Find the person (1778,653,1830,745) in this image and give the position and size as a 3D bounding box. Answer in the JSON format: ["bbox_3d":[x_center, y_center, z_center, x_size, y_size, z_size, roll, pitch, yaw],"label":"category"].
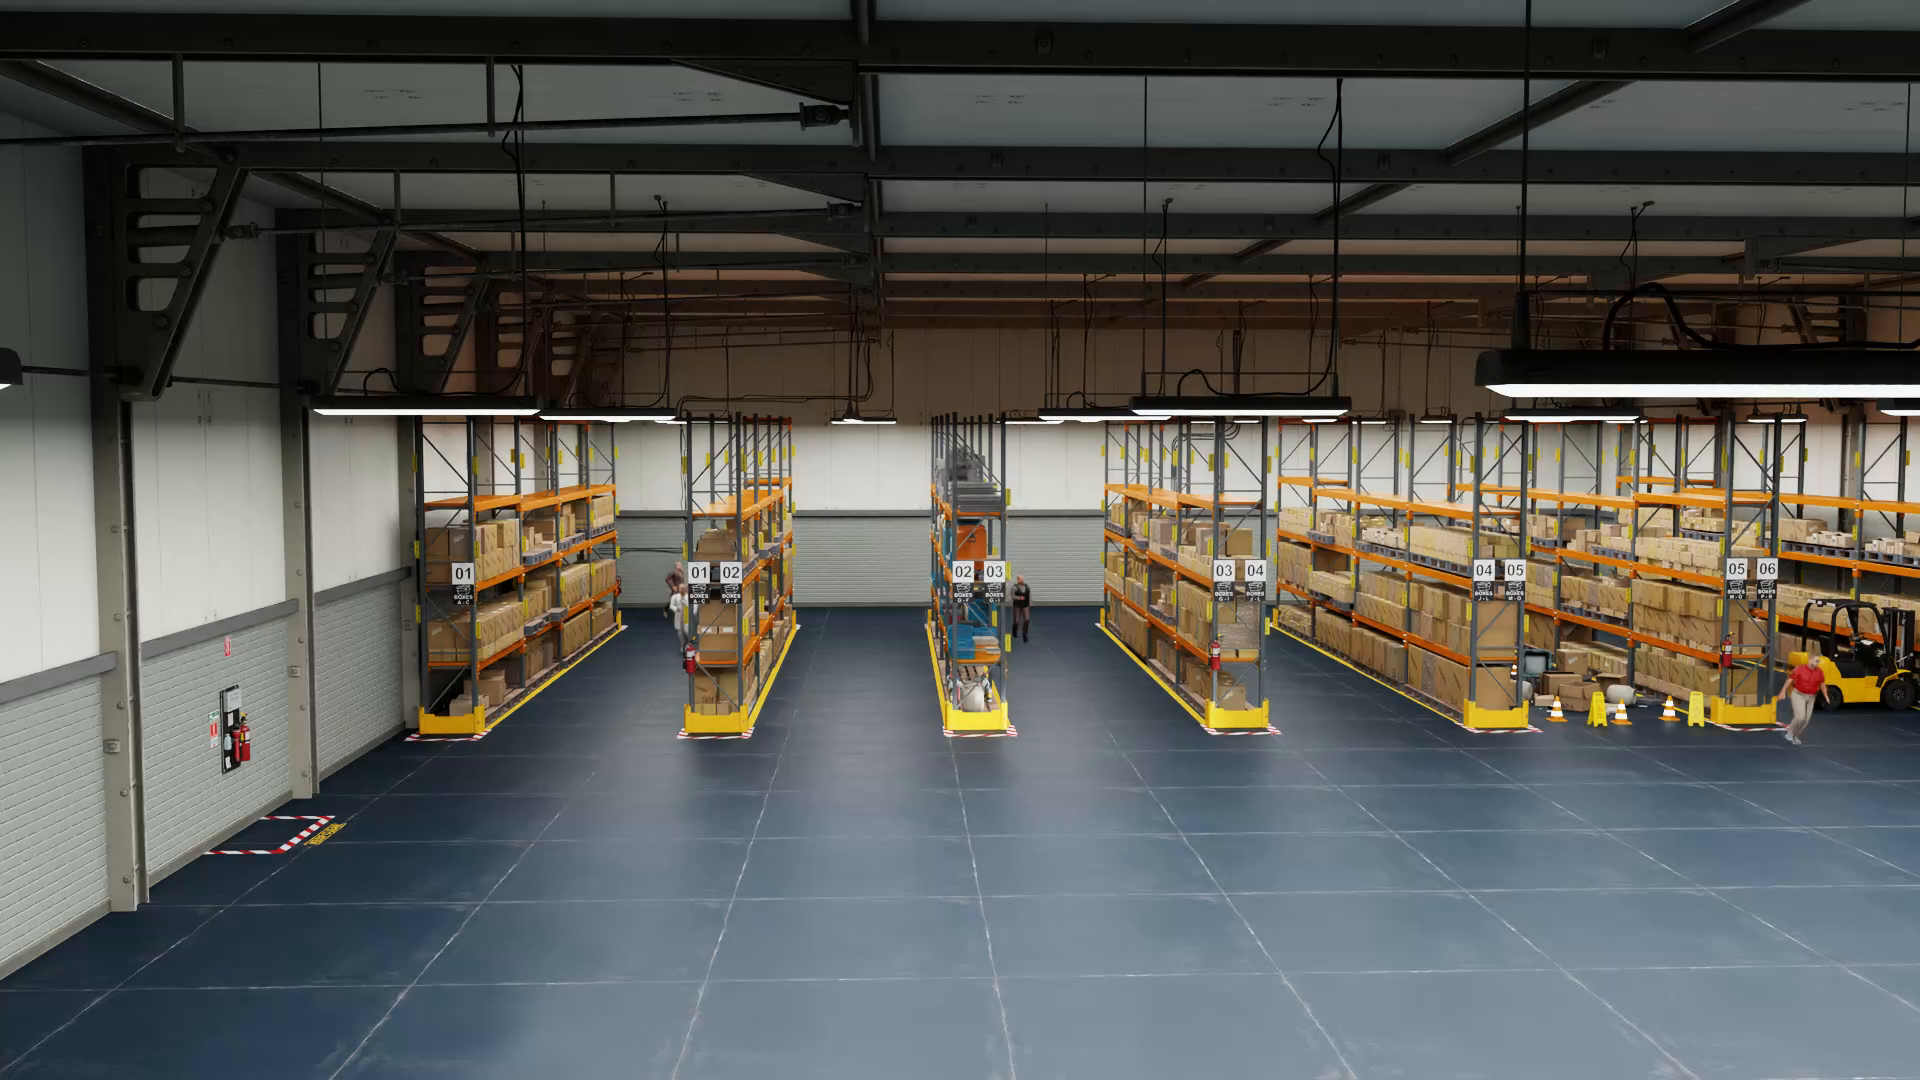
[{"bbox_3d":[15.168,2.855,29.847,0.668,1.685,0.679,-1,4,-11],"label":"person"}]

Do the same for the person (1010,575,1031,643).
[{"bbox_3d":[1.573,1.765,42.935,0.631,1.751,0.833,-1,4,-16],"label":"person"}]

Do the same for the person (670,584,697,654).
[{"bbox_3d":[-6.974,1.994,41.884,0.655,1.778,0.850,0,4,-1],"label":"person"}]

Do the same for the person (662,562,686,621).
[{"bbox_3d":[-8.406,1.524,49.197,0.850,1.739,0.772,2,4,27],"label":"person"}]
